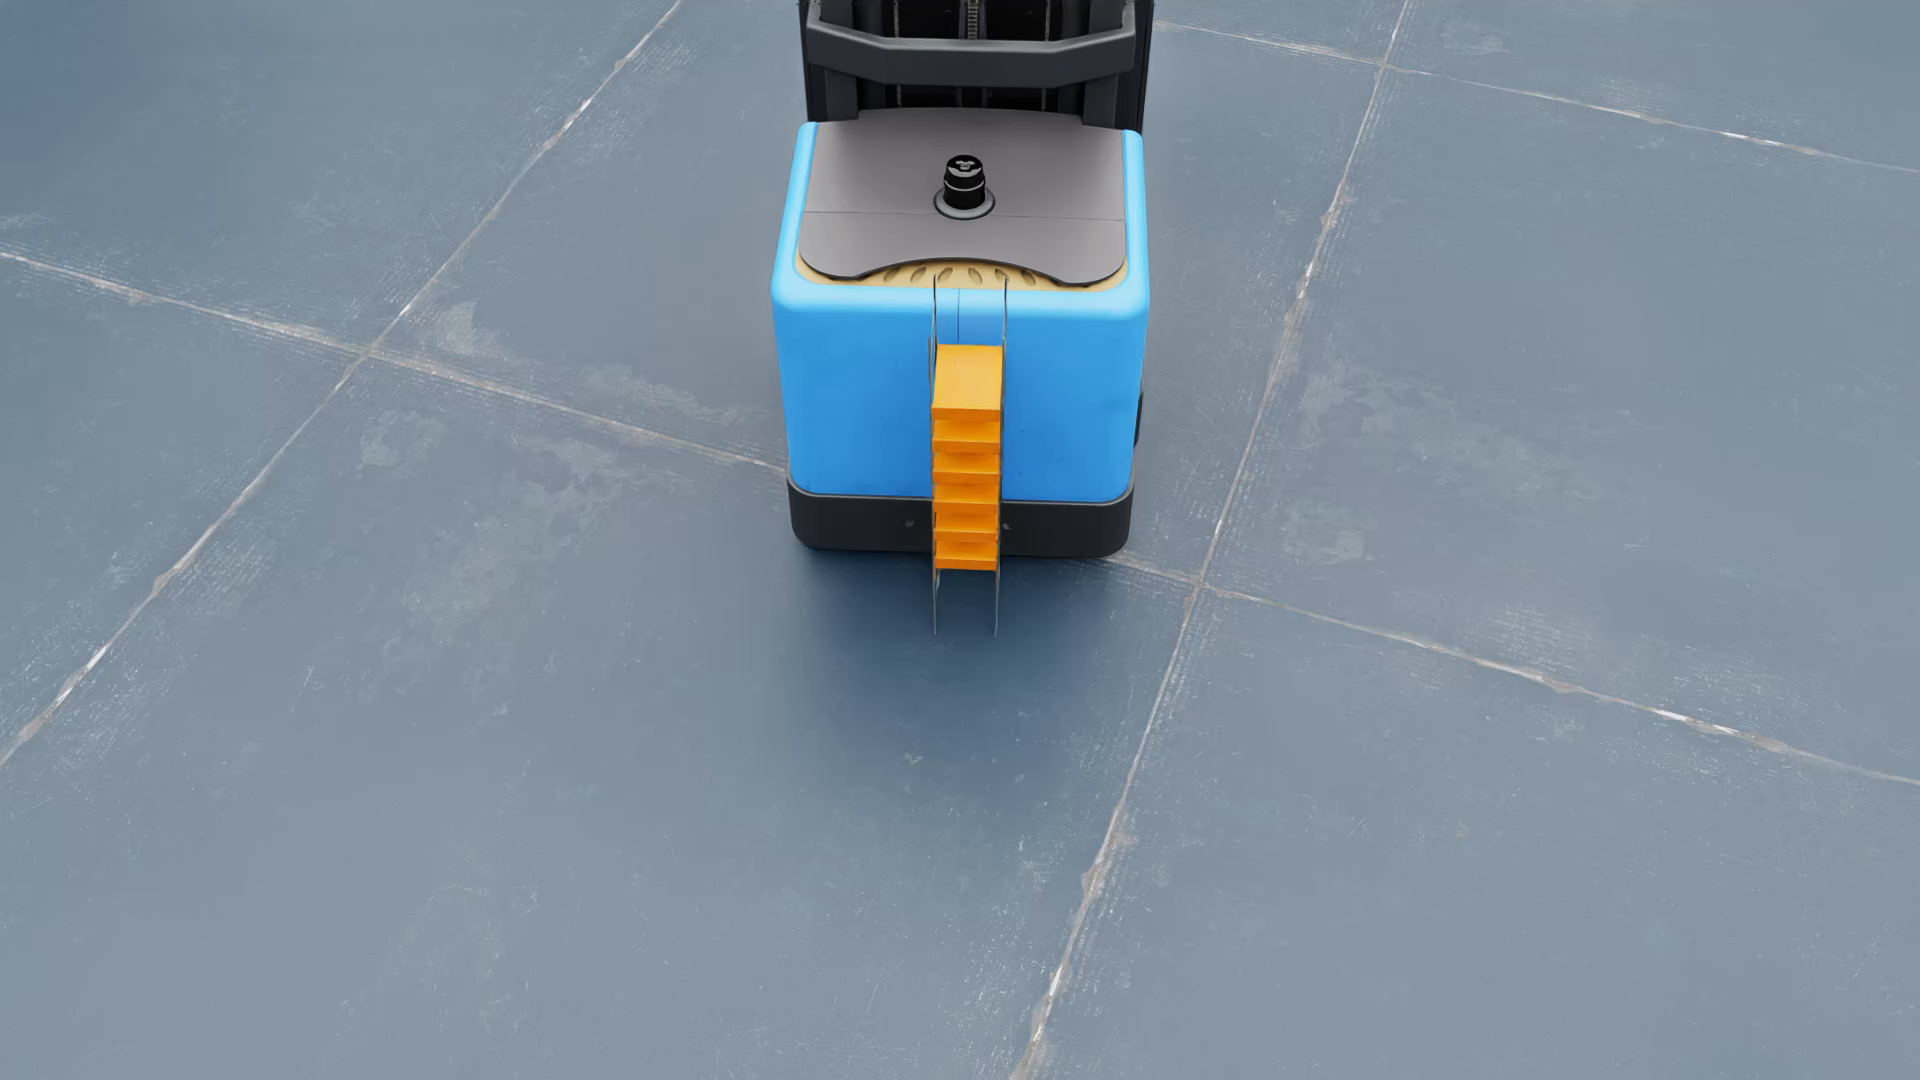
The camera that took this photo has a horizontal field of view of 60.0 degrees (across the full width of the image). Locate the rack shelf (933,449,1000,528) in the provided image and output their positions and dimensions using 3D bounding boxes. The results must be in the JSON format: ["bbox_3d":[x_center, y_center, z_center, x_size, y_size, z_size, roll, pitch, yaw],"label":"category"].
[{"bbox_3d":[0.021,-0.164,4.657,0.180,0.103,0.258,2,49,2],"label":"rack shelf"}]

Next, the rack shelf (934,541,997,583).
[{"bbox_3d":[0.021,-0.006,4.838,0.180,0.103,0.258,2,49,2],"label":"rack shelf"}]

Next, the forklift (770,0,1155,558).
[{"bbox_3d":[0.060,-2.015,5.057,1.130,2.935,3.031,2,49,2],"label":"forklift"}]

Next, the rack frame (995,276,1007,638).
[{"bbox_3d":[0.113,-0.189,4.620,0.006,1.200,0.240,2,49,2],"label":"rack frame"}]

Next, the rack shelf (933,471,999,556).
[{"bbox_3d":[0.021,-0.085,4.747,0.180,0.103,0.258,2,49,2],"label":"rack shelf"}]

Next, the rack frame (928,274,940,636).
[{"bbox_3d":[-0.070,-0.196,4.626,0.006,1.200,0.240,2,49,2],"label":"rack frame"}]

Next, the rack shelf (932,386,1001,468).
[{"bbox_3d":[0.021,-0.321,4.475,0.180,0.103,0.258,2,49,2],"label":"rack shelf"}]

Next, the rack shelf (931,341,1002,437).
[{"bbox_3d":[0.021,-0.399,4.385,0.180,0.103,0.258,2,49,2],"label":"rack shelf"}]

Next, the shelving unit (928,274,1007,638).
[{"bbox_3d":[0.021,-0.193,4.623,0.189,1.200,0.258,2,49,2],"label":"shelving unit"}]

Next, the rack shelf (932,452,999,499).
[{"bbox_3d":[0.021,-0.242,4.566,0.180,0.103,0.258,2,49,2],"label":"rack shelf"}]
